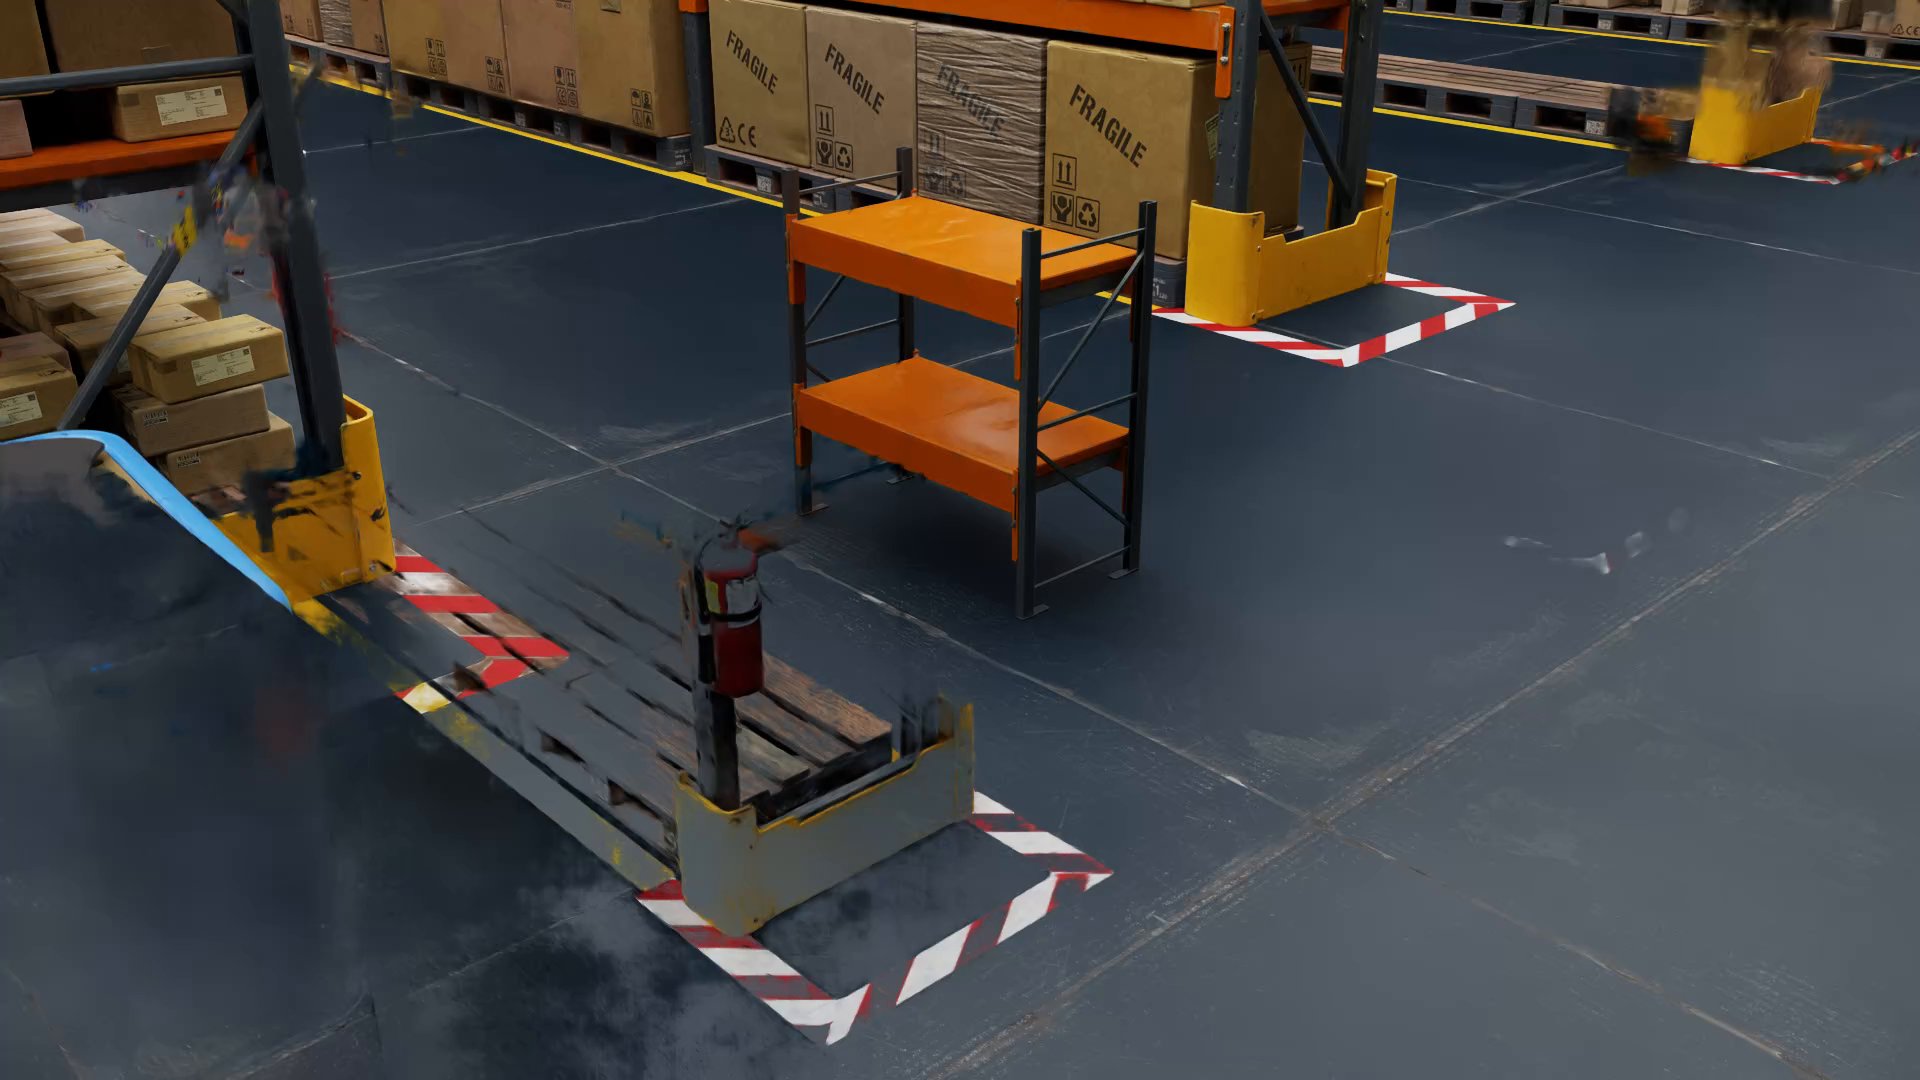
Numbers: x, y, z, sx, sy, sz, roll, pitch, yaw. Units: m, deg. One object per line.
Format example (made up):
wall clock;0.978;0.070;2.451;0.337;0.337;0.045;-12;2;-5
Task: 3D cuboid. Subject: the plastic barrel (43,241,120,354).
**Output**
plastic barrel;0.006;-5.400;15.583;0.600;0.830;0.708;-21;32;-38

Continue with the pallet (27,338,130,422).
pallet;0.229;-4.844;15.615;1.003;0.211;1.213;-21;32;-38

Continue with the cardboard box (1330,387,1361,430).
cardboard box;7.983;-4.475;14.328;0.380;0.166;0.250;-21;32;-38

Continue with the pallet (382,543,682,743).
pallet;3.762;-3.278;12.181;1.003;0.211;1.213;-21;32;-38

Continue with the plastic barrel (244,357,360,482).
plastic barrel;2.034;-4.534;13.597;0.600;0.901;0.708;-21;32;-38

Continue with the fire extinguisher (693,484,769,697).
fire extinguisher;4.899;-3.537;9.931;0.296;0.674;0.183;-21;32;-38

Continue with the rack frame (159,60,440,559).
rack frame;2.393;-5.128;12.877;1.000;3.000;0.127;-21;32;-38

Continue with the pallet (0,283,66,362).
pallet;-0.842;-5.317;16.651;1.003;0.211;1.213;-21;32;-38

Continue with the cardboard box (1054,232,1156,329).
cardboard box;6.608;-5.503;16.180;0.500;0.500;0.500;-21;32;-38

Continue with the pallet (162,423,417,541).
pallet;1.896;-4.105;13.994;1.003;0.211;1.213;-21;32;-38

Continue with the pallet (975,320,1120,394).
pallet;6.480;-5.055;16.077;1.003;0.211;1.213;-21;32;-38

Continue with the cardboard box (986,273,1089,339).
cardboard box;6.141;-5.321;16.008;0.500;0.311;0.500;-21;32;-38

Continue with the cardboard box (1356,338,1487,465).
cardboard box;8.194;-4.478;13.934;0.500;0.500;0.500;-21;32;-38

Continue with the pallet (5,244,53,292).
pallet;-1.671;-5.687;17.461;1.003;0.211;1.213;-21;32;-38

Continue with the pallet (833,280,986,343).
pallet;5.428;-5.499;17.050;1.003;0.211;1.213;-21;32;-38

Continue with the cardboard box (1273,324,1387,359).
cardboard box;7.898;-4.818;14.979;0.500;0.250;0.500;-21;32;-38

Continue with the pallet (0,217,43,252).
pallet;-2.510;-6.056;18.271;1.003;0.211;1.213;-21;32;-38

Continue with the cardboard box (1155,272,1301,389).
cardboard box;7.300;-5.029;15.137;0.797;0.503;0.637;-21;32;-38

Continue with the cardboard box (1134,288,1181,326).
cardboard box;7.121;-5.190;15.721;0.500;0.311;0.500;-21;32;-38

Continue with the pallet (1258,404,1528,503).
pallet;8.148;-4.316;14.457;1.003;0.211;1.213;-21;32;-38

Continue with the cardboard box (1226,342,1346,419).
cardboard box;7.567;-4.661;14.635;0.500;0.250;0.500;-21;32;-38

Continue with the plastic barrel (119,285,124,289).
plastic barrel;0.457;-5.110;15.329;0.421;0.512;0.421;0;25;0

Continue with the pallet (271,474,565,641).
pallet;2.924;-3.648;12.992;1.003;0.211;1.213;-21;32;-38

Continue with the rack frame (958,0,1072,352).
rack frame;6.012;-6.532;15.955;1.000;3.000;0.127;-21;32;-38

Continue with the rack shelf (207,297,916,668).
rack shelf;3.760;-4.195;11.698;1.077;0.370;4.000;-21;32;-38

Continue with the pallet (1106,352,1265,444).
pallet;7.318;-4.685;15.266;1.003;0.211;1.213;-21;32;-38

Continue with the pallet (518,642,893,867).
pallet;4.592;-2.909;11.371;1.003;0.211;1.213;-21;32;-38

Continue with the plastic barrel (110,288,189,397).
plastic barrel;0.778;-4.948;14.883;0.600;0.588;0.708;-21;32;-38

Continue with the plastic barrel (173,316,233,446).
plastic barrel;1.550;-4.749;14.068;0.600;0.901;0.708;-21;32;-38

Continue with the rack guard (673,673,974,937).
rack guard;5.153;-2.775;10.732;1.175;0.500;0.348;-21;32;-38

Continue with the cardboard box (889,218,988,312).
cardboard box;5.465;-5.663;16.532;0.500;0.500;0.500;-21;32;-39

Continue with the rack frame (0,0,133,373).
rack frame;-0.341;-6.340;15.534;1.000;3.000;0.127;-21;32;-38

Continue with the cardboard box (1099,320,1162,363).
cardboard box;6.739;-4.996;15.470;0.380;0.166;0.250;-21;32;-38

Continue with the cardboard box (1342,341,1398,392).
cardboard box;8.239;-4.666;14.647;0.500;0.250;0.500;-21;32;-38

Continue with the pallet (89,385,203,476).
pallet;1.058;-4.475;14.805;1.003;0.211;1.213;-21;32;-38

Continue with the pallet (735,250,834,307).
pallet;4.590;-5.869;17.861;1.003;0.211;1.213;-21;32;-38

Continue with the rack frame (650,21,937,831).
rack frame;5.127;-3.916;10.221;1.000;3.000;0.127;-21;32;-38

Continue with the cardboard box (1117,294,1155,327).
cardboard box;6.908;-5.247;16.041;0.380;0.149;0.250;-21;32;-38

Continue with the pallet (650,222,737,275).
pallet;3.760;-6.239;18.671;1.003;0.211;1.213;-21;32;-38
